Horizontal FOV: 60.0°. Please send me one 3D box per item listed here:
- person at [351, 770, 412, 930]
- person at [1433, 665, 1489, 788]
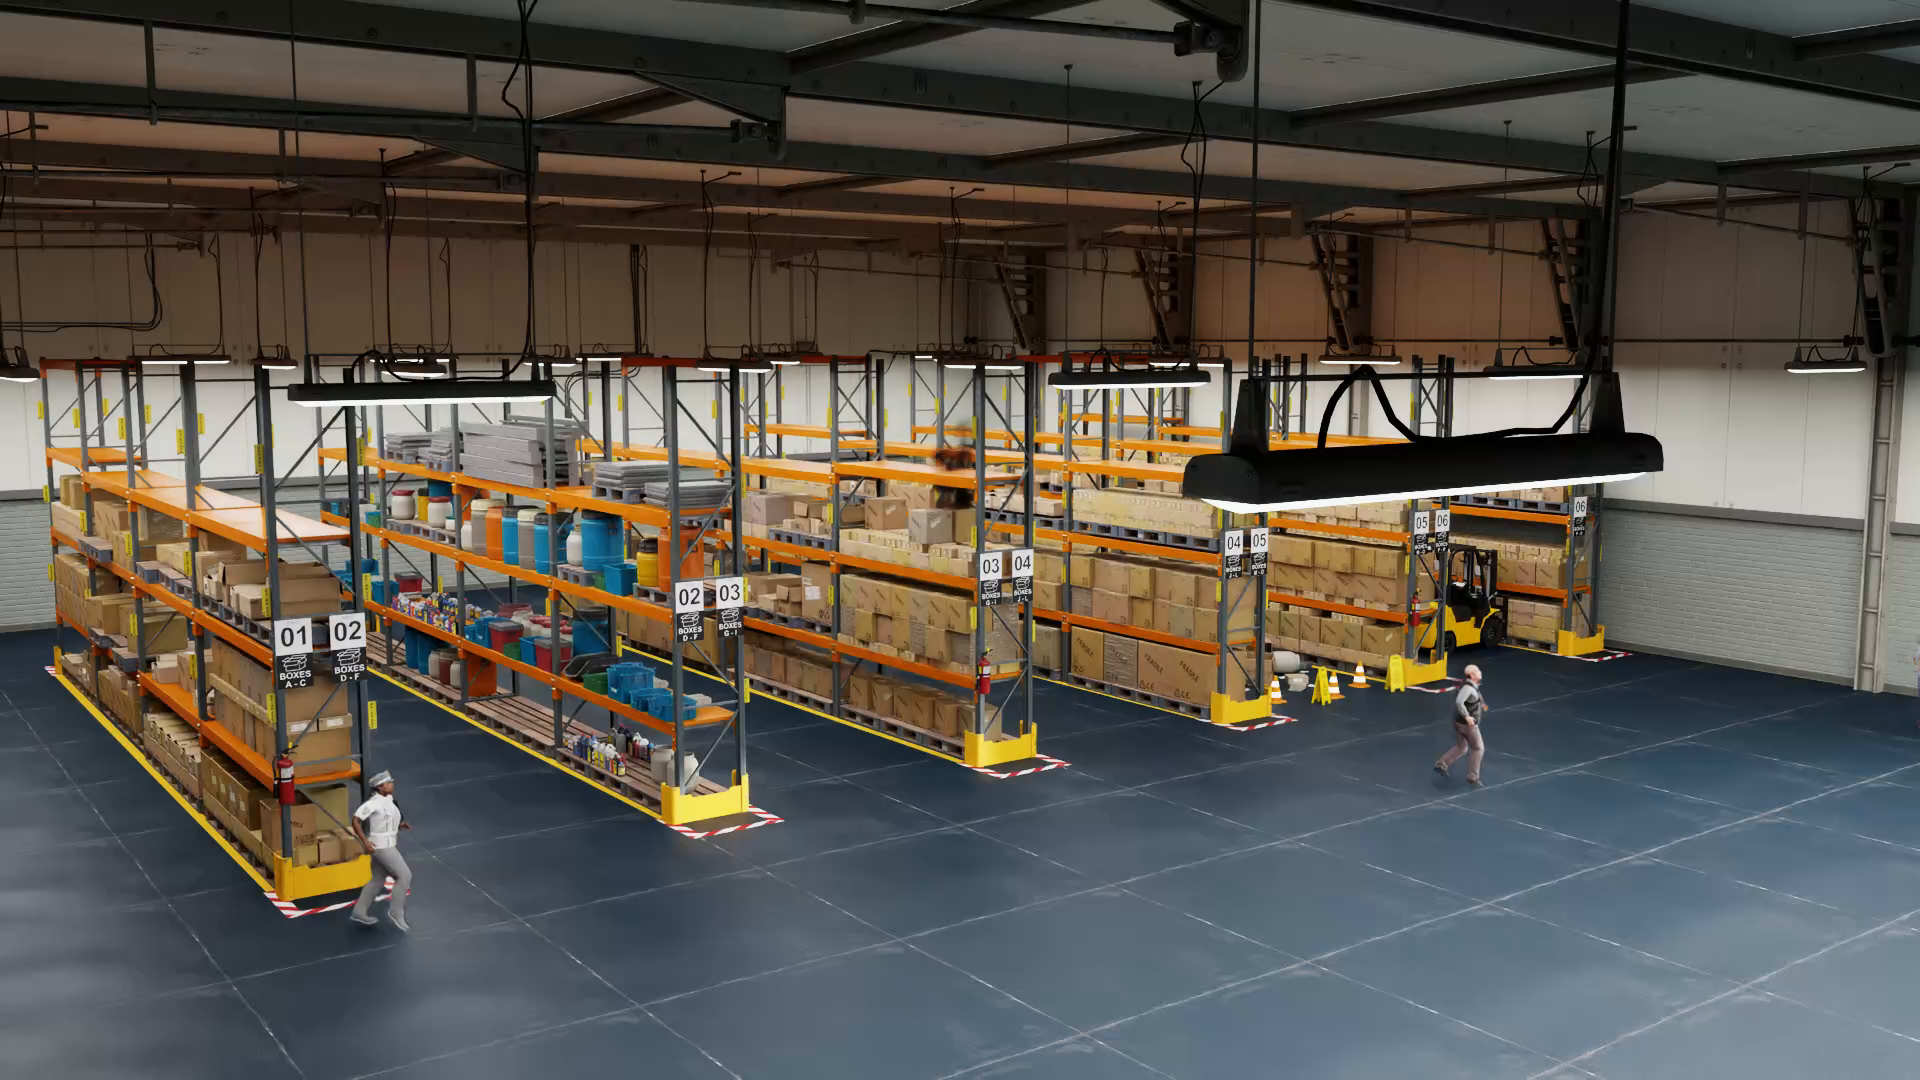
[{"bbox_3d":[-6.272,3.353,18.005,0.670,1.734,0.583,-1,7,-10],"label":"person"},{"bbox_3d":[7.148,2.655,23.691,0.745,1.792,0.668,1,7,8],"label":"person"}]
